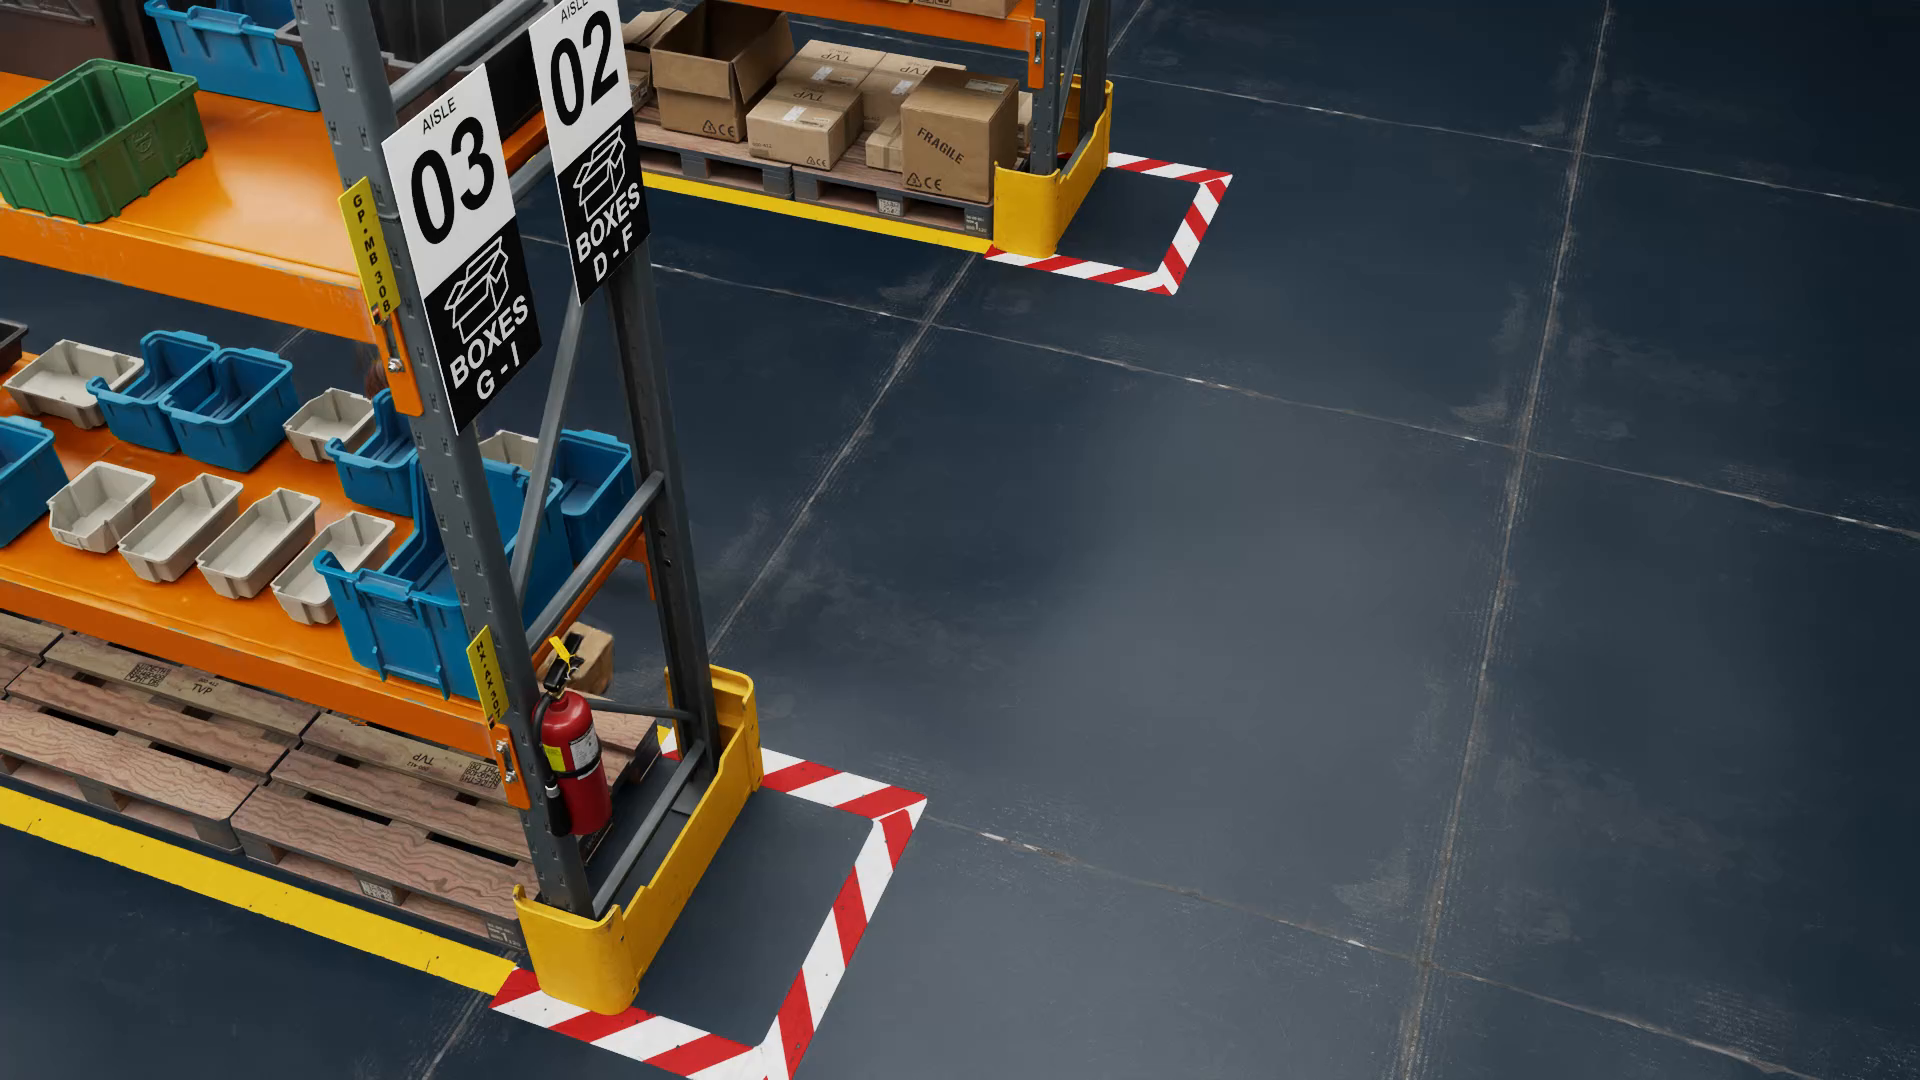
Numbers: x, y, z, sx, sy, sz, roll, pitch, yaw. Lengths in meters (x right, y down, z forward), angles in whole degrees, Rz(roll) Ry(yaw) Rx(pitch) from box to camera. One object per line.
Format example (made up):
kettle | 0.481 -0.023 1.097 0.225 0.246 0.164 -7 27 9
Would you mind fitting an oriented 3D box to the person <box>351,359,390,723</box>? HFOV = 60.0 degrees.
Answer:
person | -2.020 0.017 6.128 0.854 1.561 0.445 -28 49 -28
